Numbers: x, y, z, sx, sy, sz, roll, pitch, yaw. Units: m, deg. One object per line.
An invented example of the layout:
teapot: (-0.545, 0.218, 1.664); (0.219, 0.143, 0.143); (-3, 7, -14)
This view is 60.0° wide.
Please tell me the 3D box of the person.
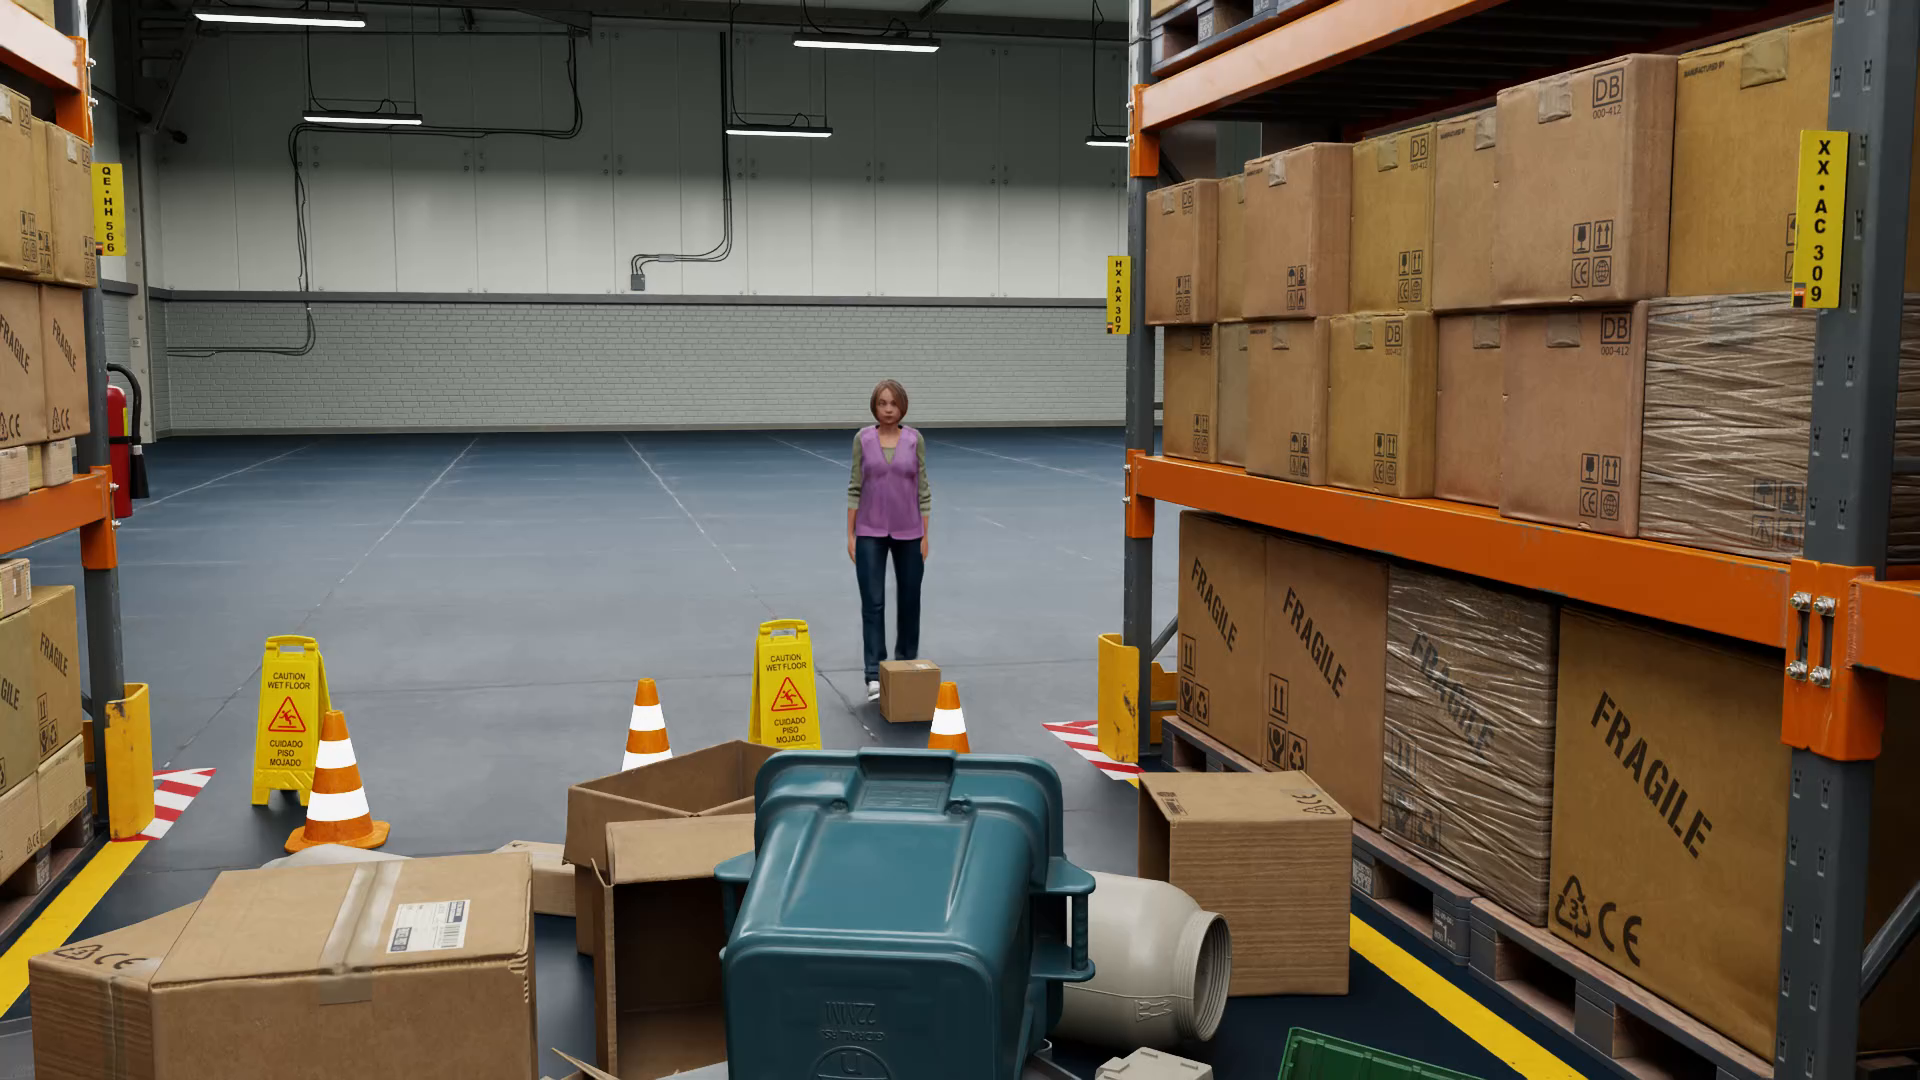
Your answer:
person: (-0.354, 0.001, 8.309); (0.428, 1.603, 0.597); (0, 6, -4)
